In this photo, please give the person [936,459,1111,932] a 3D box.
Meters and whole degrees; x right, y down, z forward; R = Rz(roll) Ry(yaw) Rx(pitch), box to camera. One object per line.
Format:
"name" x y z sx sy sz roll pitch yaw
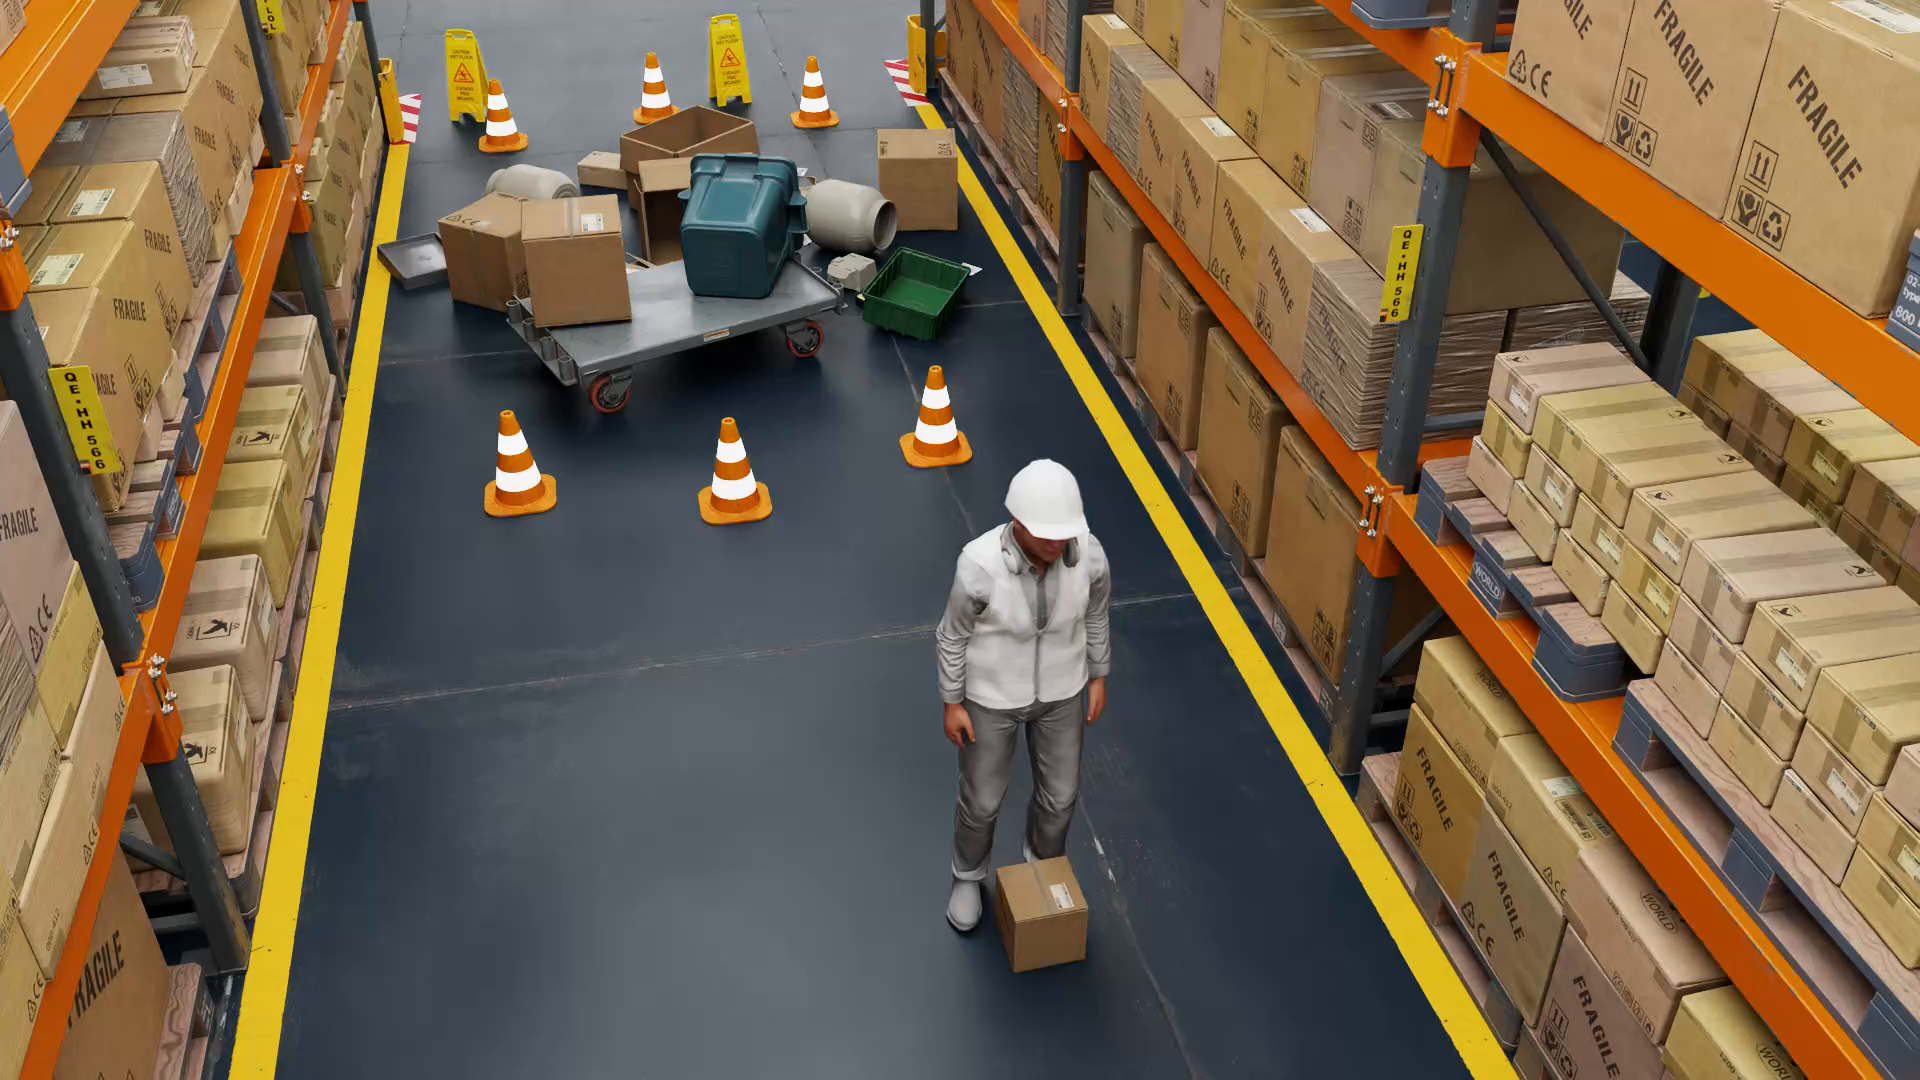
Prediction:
"person" 0.213 0.492 5.394 0.585 1.770 0.476 -9 35 -13
